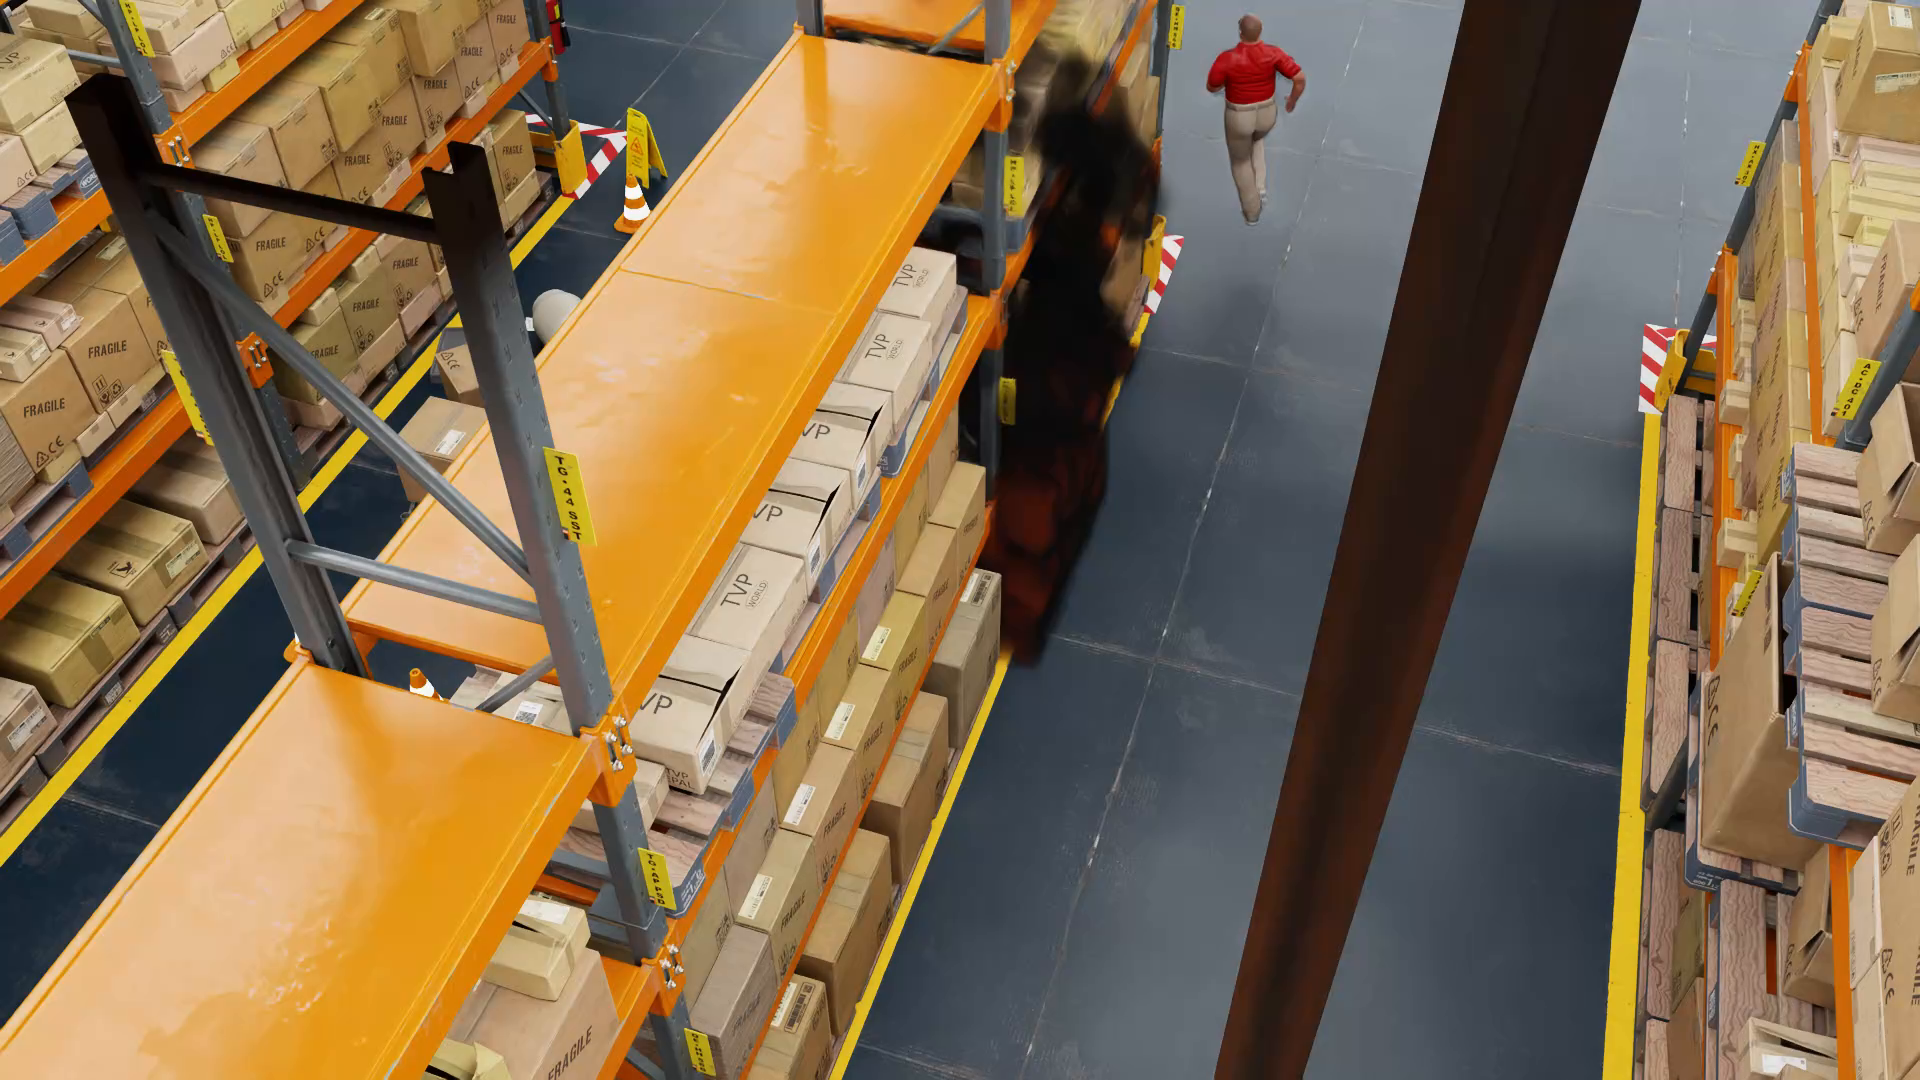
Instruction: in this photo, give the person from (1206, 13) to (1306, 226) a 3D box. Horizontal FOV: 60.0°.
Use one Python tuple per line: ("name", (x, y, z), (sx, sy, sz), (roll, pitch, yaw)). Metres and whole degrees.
("person", (2.190, -3.232, 12.752), (0.674, 1.762, 0.605), (-10, 47, -10))
